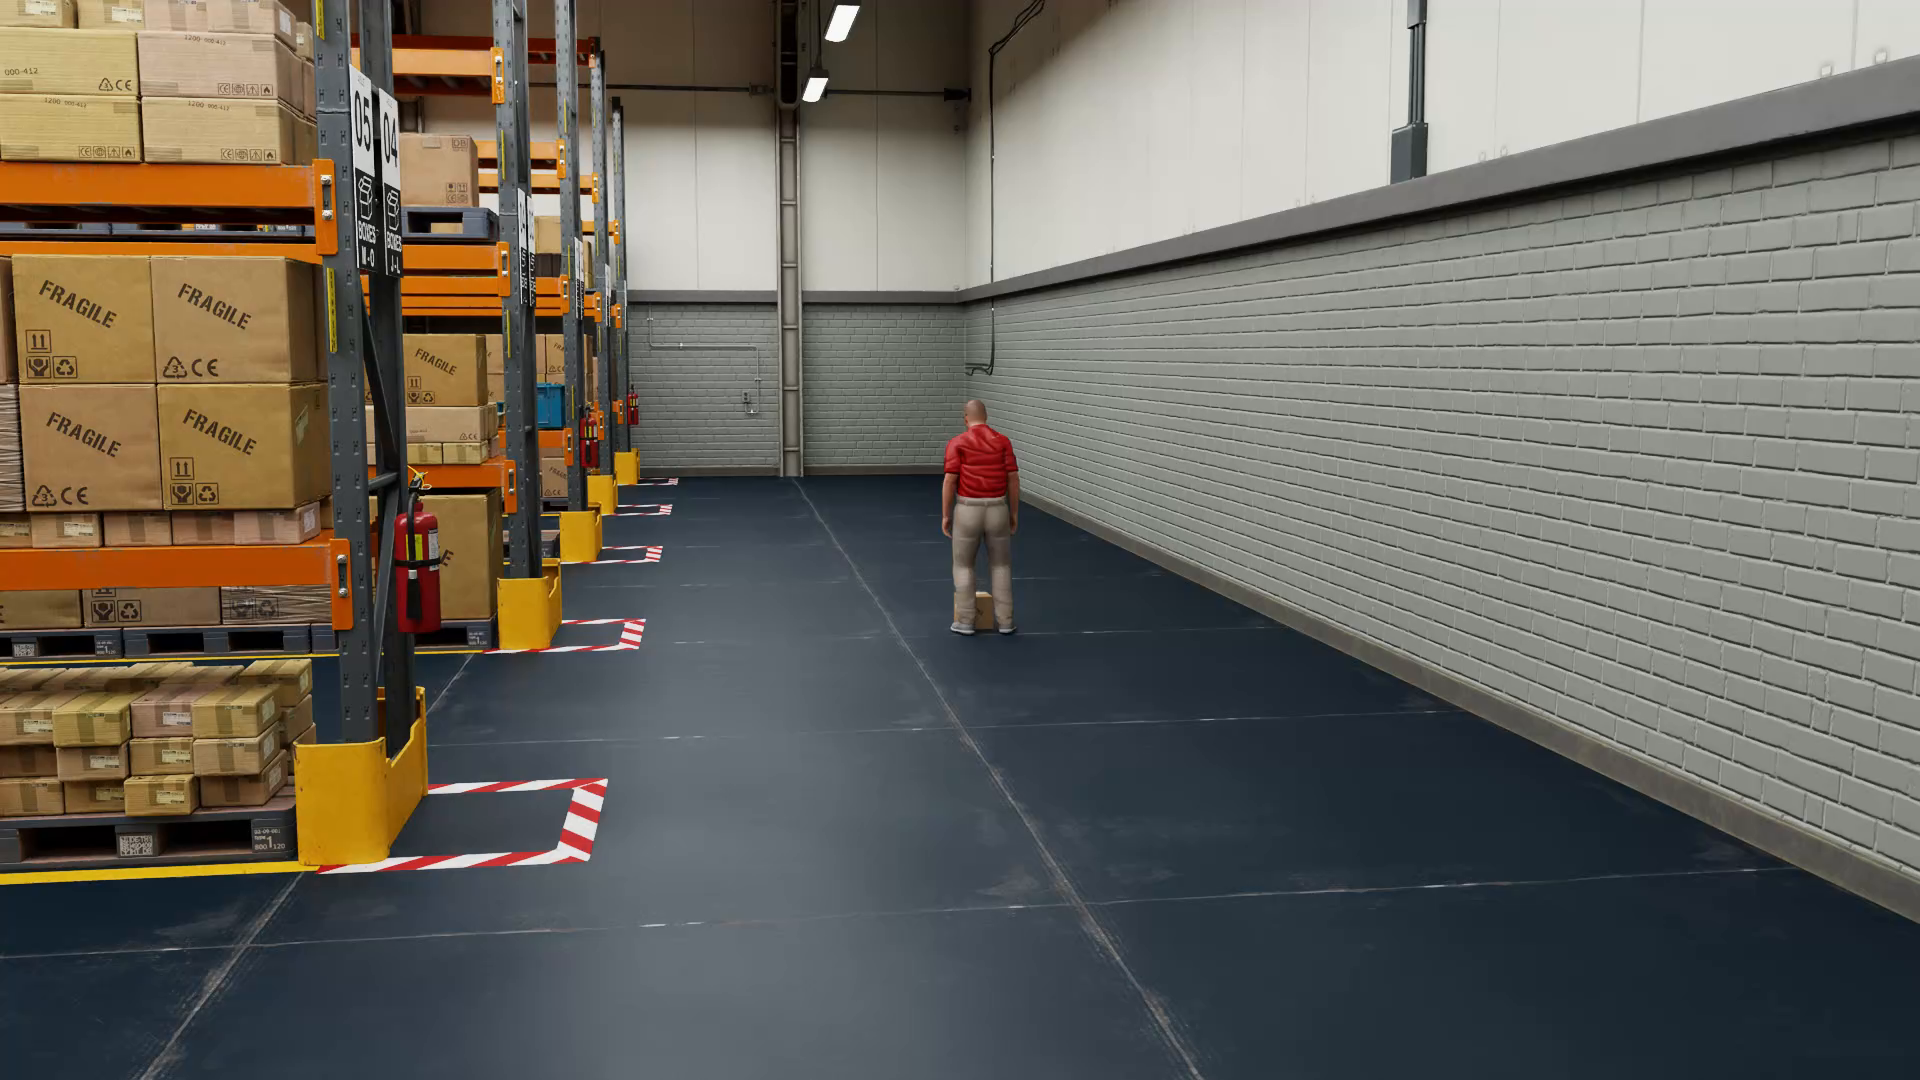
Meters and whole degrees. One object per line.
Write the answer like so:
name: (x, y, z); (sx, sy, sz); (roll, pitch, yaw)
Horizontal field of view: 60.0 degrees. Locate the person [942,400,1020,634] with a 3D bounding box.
person: (0.152, -0.168, 12.273); (0.595, 1.725, 0.393); (-1, 7, -12)
